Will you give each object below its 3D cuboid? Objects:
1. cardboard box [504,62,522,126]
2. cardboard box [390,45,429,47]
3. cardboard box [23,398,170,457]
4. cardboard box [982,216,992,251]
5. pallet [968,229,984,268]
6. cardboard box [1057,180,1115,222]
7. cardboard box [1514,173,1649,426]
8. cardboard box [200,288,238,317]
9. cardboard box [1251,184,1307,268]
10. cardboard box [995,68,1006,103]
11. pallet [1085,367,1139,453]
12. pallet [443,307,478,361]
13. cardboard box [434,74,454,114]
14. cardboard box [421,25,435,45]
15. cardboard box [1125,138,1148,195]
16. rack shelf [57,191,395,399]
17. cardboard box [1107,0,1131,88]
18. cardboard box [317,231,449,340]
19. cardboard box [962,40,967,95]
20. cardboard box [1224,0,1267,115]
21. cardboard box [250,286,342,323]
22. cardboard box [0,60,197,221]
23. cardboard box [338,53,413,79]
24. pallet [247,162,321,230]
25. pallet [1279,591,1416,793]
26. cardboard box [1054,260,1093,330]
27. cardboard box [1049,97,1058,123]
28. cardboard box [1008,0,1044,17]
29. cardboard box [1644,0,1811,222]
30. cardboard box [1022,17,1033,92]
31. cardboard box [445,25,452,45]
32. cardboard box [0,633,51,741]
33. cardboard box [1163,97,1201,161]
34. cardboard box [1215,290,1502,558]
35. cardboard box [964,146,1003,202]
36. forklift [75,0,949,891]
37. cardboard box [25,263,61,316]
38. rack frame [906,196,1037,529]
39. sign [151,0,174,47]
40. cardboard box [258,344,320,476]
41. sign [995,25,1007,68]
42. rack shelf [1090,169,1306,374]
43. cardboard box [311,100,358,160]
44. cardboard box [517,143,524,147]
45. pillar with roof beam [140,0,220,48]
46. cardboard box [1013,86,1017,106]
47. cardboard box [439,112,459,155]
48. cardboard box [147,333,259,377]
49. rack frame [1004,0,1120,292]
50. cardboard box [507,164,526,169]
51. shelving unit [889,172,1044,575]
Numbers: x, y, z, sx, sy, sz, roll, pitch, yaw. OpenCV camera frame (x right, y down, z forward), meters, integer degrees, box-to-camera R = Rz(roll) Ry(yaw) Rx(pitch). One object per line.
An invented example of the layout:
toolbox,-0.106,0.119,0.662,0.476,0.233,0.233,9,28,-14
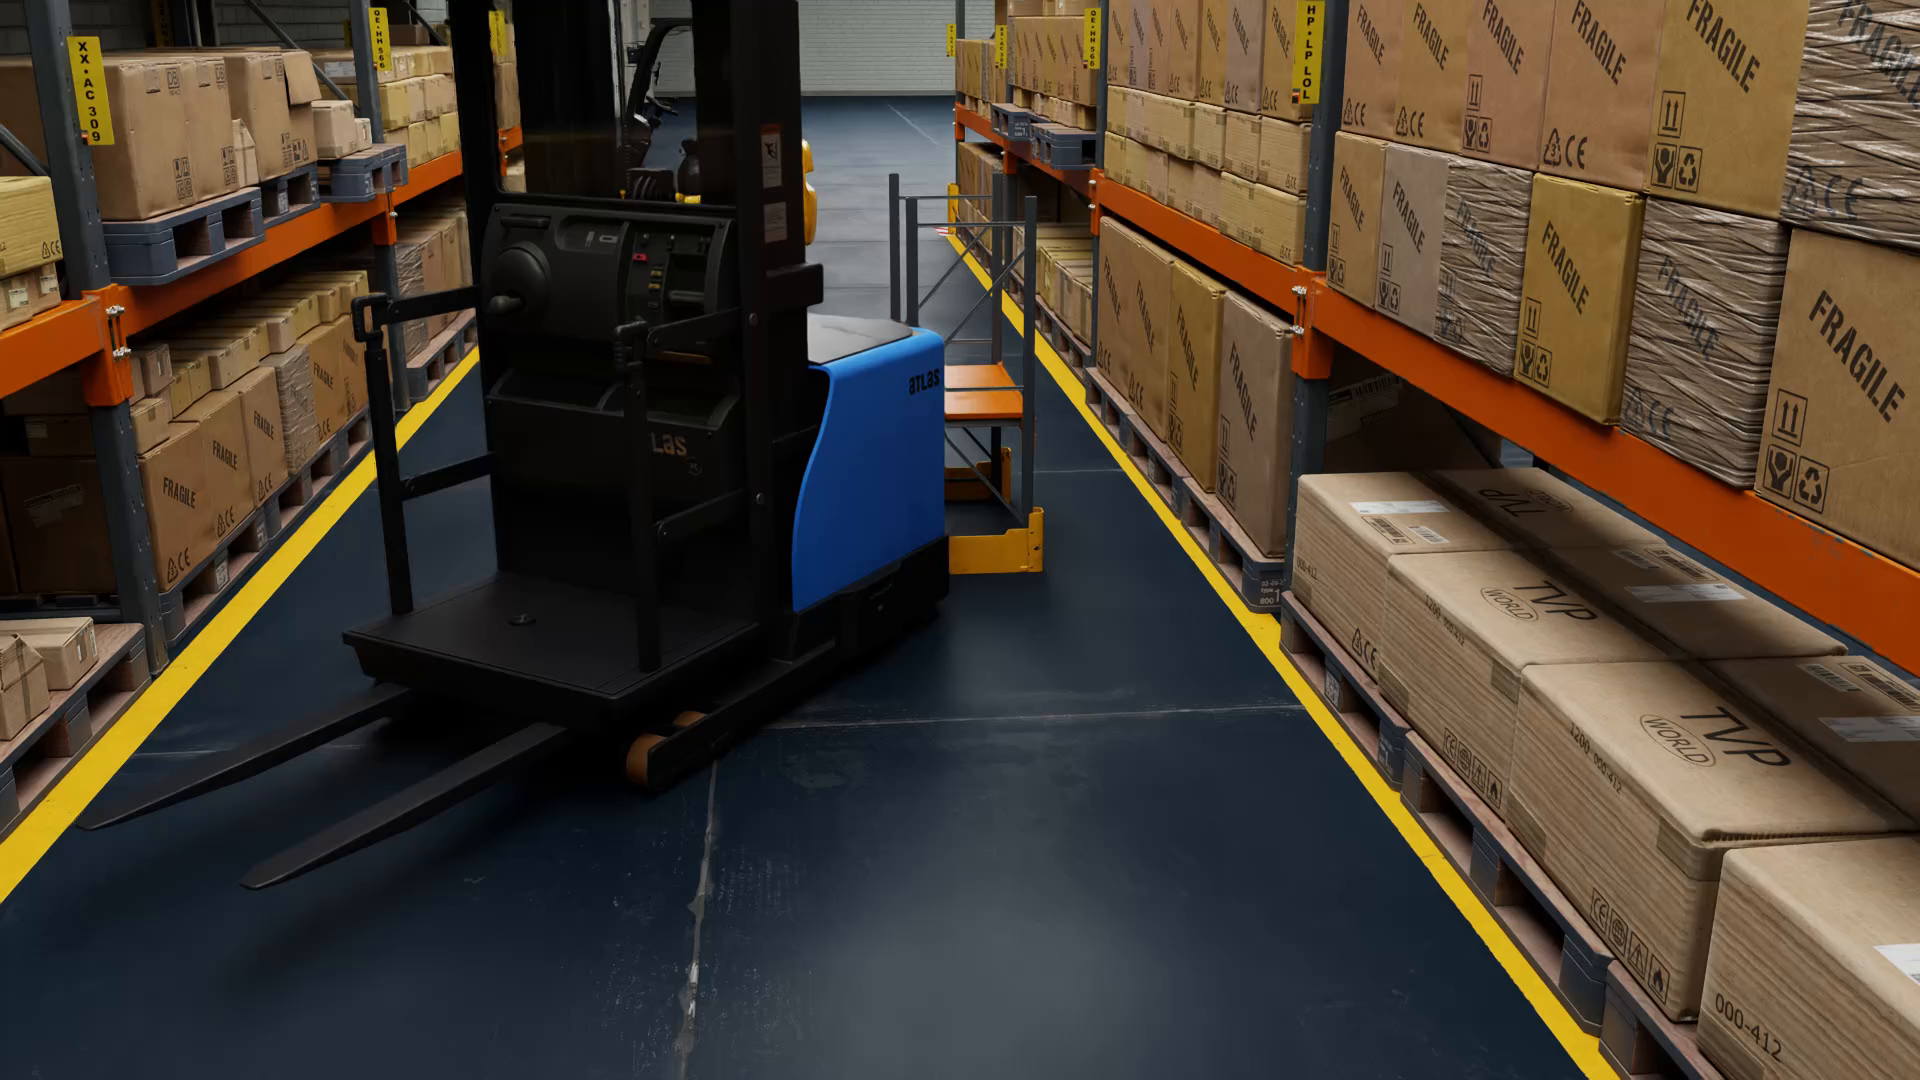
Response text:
cardboard box,-3.924,-3.689,13.751,0.500,0.500,0.500,-1,17,-5
cardboard box,-4.357,-3.791,12.995,0.380,0.149,0.250,-2,18,-6
cardboard box,-3.015,-0.395,5.816,0.380,0.149,0.250,-1,17,-3
cardboard box,0.476,-2.715,14.707,0.500,0.250,0.500,-2,18,-7
pallet,0.635,-2.733,15.531,1.003,0.211,1.213,-2,18,-6
cardboard box,1.077,-2.931,14.142,0.500,0.500,0.500,-1,17,-3
cardboard box,1.628,-0.565,3.801,0.500,0.500,0.500,-1,17,-4
cardboard box,-3.806,-1.155,8.237,0.380,0.149,0.250,-2,17,-5
cardboard box,1.397,-1.171,6.150,0.500,0.250,0.500,-2,18,-7
cardboard box,0.576,-3.815,13.657,0.500,0.500,0.500,-2,18,-7
pallet,1.288,-0.741,9.185,1.003,0.211,1.213,-2,18,-6
pallet,-3.824,-1.433,11.389,1.003,0.211,1.213,-2,18,-6
cardboard box,-3.622,-2.918,10.880,0.500,0.250,0.500,-2,17,-5
cardboard box,-4.386,-4.007,13.186,0.380,0.149,0.250,-2,18,-7
cardboard box,1.152,-1.931,8.571,0.500,0.250,0.500,-2,18,-7
rack shelf,-3.449,-1.215,7.241,1.077,0.370,4.000,-2,18,-6
cardboard box,1.089,-2.679,8.866,0.500,0.500,0.500,-2,18,-7
cardboard box,-3.781,-1.602,10.536,0.875,0.625,0.625,-1,17,-4
cardboard box,0.286,-4.578,16.087,0.500,0.500,0.500,-1,17,-4
cardboard box,1.337,-1.921,6.452,0.500,0.500,0.500,-1,17,-5
cardboard box,-3.310,-1.172,8.291,0.380,0.149,0.250,-2,18,-7
cardboard box,-3.070,-1.362,5.638,0.700,0.500,0.500,-1,17,-4
cardboard box,-3.516,-2.848,9.992,0.380,0.149,0.250,-2,17,-5
pallet,-3.450,-1.483,7.215,1.003,0.211,1.213,-2,18,-6
pallet,1.695,0.442,5.415,1.003,0.211,1.213,-2,18,-6
cardboard box,1.149,-1.644,11.090,0.950,0.372,0.625,-2,18,-7
cardboard box,0.783,-2.788,10.767,0.380,0.149,0.250,-1,17,-5
cardboard box,0.566,-4.049,12.618,0.380,0.149,0.250,-2,18,-6
cardboard box,1.689,-0.888,3.163,0.500,0.500,0.500,-2,18,-6
cardboard box,0.722,-3.445,11.778,0.500,0.500,0.500,-2,18,-6
cardboard box,-3.806,-3.949,13.002,0.380,0.149,0.250,-1,17,-5
cardboard box,-2.856,0.405,4.743,0.396,0.266,0.258,-1,17,-4
cardboard box,1.219,-1.863,7.518,0.500,0.250,0.500,-1,17,-5
cardboard box,1.550,-0.486,6.563,0.875,0.875,0.875,-1,17,-4
cardboard box,0.326,-3.527,16.041,0.500,0.500,0.500,-2,18,-8
forklift,-1.195,-0.821,4.900,1.130,2.935,3.031,9,20,28
cardboard box,-2.959,-0.755,4.995,0.380,0.149,0.250,-2,17,-5
rack frame,0.044,-0.590,6.551,0.500,1.500,0.032,-2,18,-6
sign,-4.207,-2.689,8.800,0.100,0.325,0.005,-2,18,-6
cardboard box,-3.228,-0.583,7.499,0.500,0.500,0.500,-2,18,-8
sign,0.330,-3.894,13.129,0.100,0.325,0.005,-2,18,-6
rack shelf,1.488,-1.370,7.733,1.077,0.370,4.000,-2,18,-6
cardboard box,-3.225,-1.979,8.021,0.500,0.250,0.500,-3,18,-8
cardboard box,-4.123,-3.776,16.416,0.500,0.250,0.500,-1,17,-4
pillar with roof beam,-0.404,-5.510,9.705,9.100,9.000,0.400,-2,18,-6
cardboard box,0.612,-3.406,12.738,0.380,0.149,0.250,-2,17,-5
cardboard box,-3.617,-2.680,10.957,0.500,0.250,0.500,-1,17,-4
cardboard box,-3.212,-0.782,7.049,0.380,0.149,0.250,-1,17,-4
rack frame,0.869,-3.500,13.319,1.000,3.000,0.127,-2,18,-6
cardboard box,-3.848,-3.018,14.002,0.500,0.250,0.500,-2,18,-6
shelving unit,-0.008,-0.738,7.025,0.587,1.500,1.083,-2,18,-6
